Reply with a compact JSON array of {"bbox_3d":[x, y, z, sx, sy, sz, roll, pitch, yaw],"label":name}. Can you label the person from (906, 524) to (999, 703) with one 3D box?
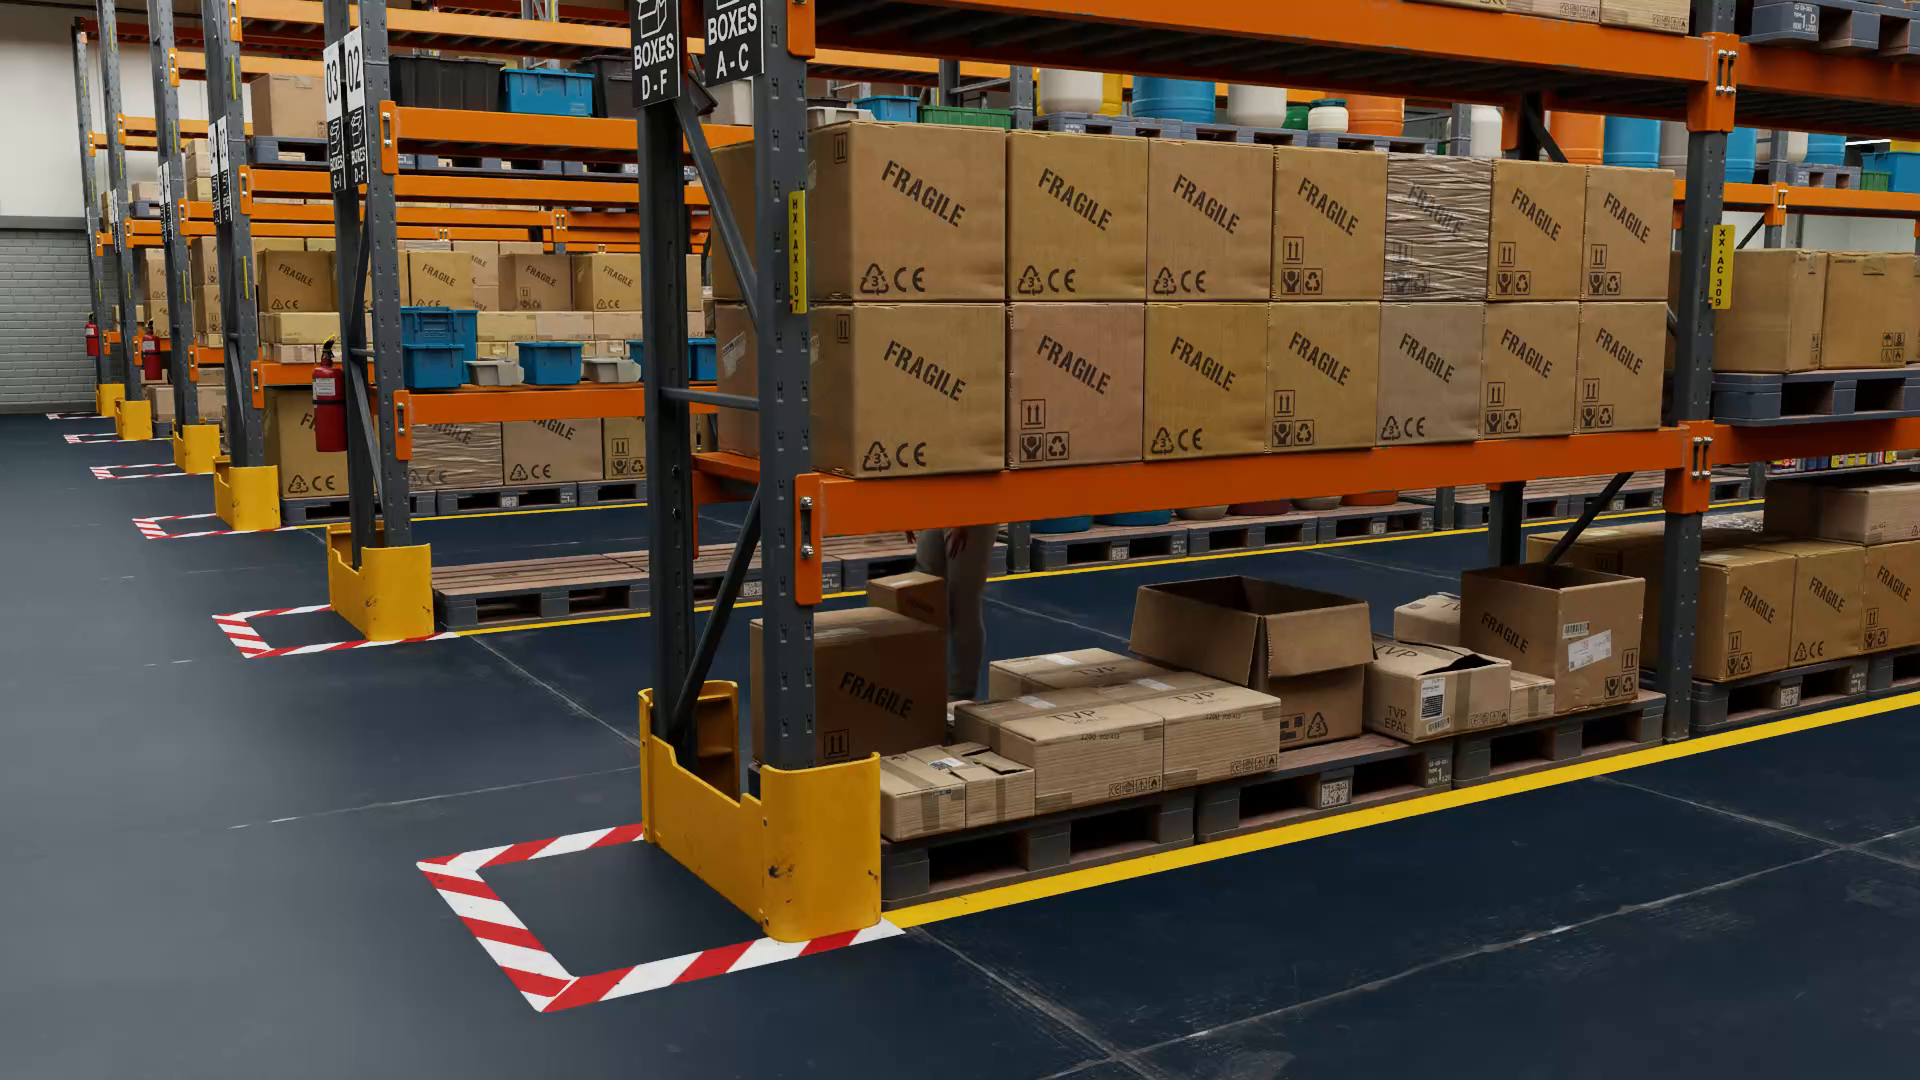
[{"bbox_3d":[-0.067,-0.085,7.228,0.528,1.698,0.547,-5,10,-31],"label":"person"}]
